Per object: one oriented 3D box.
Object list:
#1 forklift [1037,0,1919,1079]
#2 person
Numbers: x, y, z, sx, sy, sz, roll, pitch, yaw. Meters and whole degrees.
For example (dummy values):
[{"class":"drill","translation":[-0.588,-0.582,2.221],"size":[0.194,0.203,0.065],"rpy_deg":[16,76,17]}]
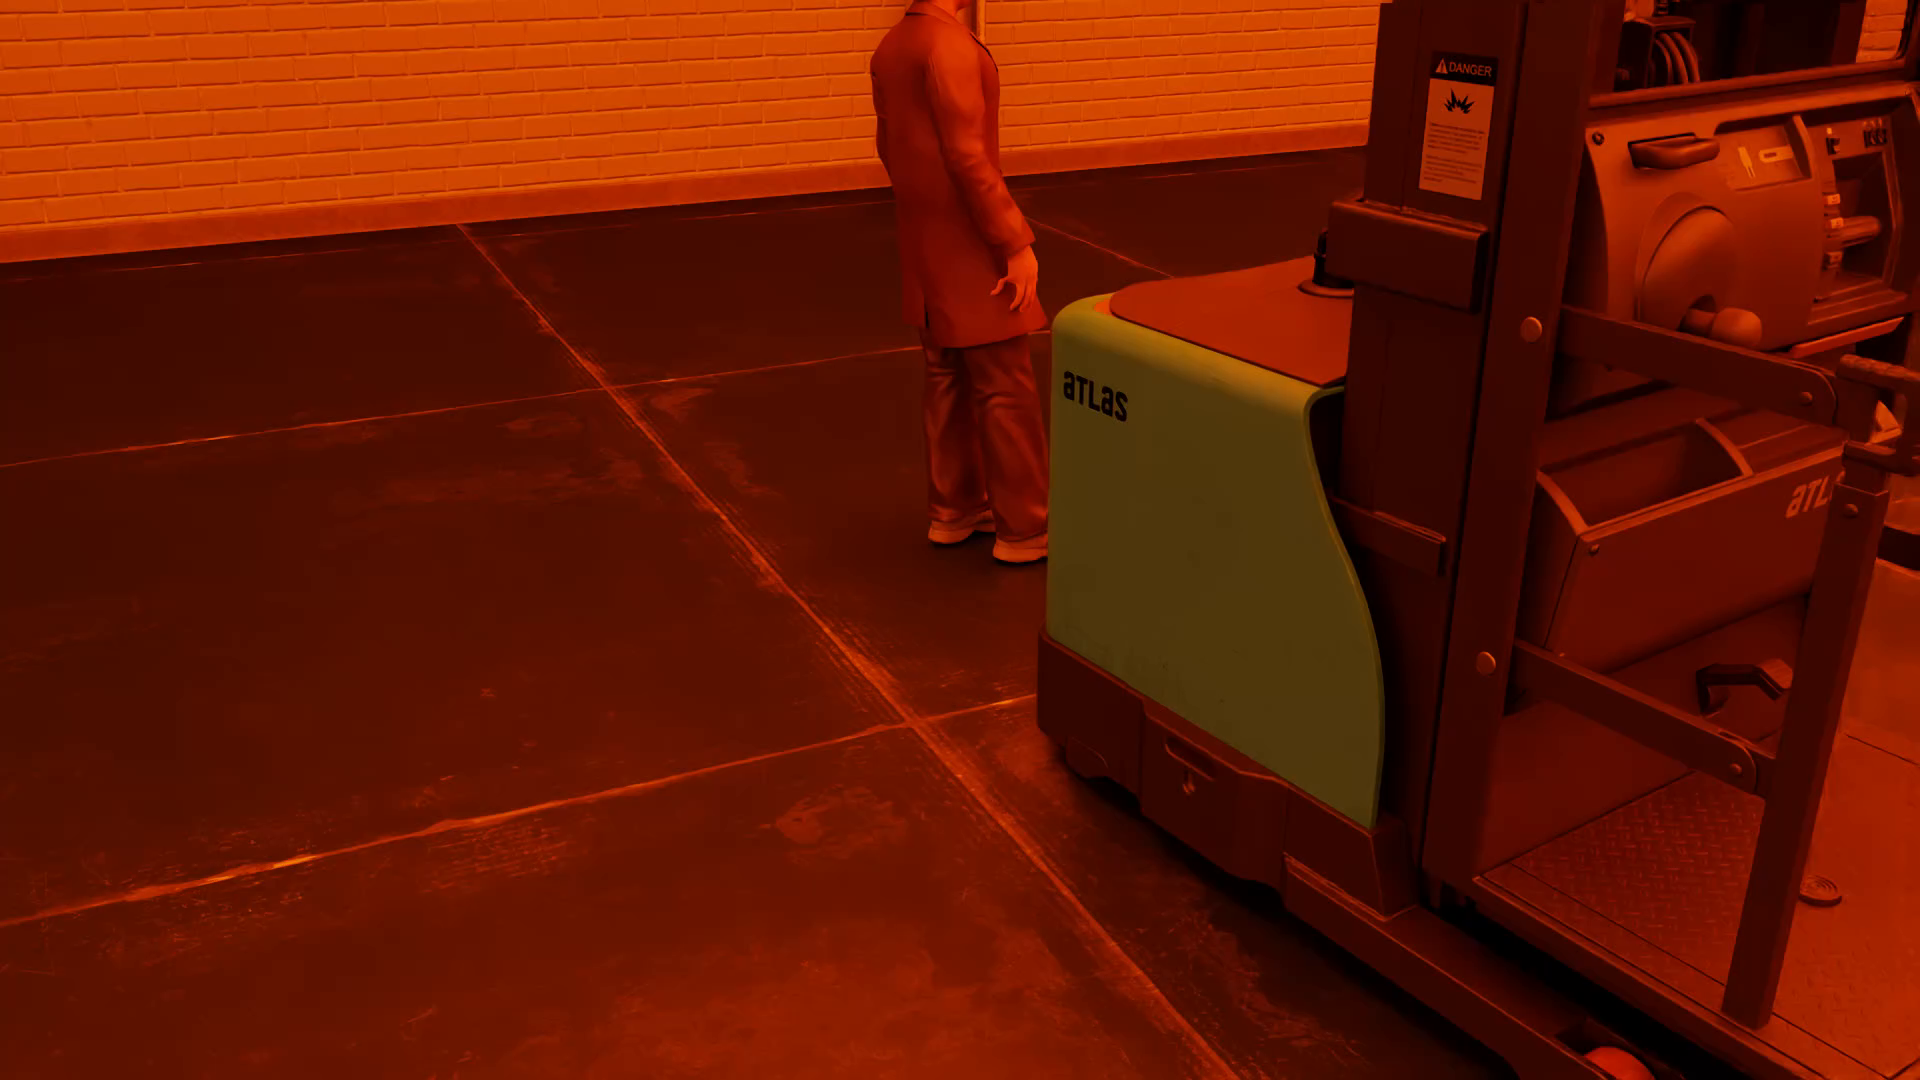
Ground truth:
[{"class":"forklift","translation":[1.423,-0.504,2.499],"size":[1.130,2.935,3.031],"rpy_deg":[-15,27,-31]},{"class":"person","translation":[0.084,-0.841,4.794],"size":[0.582,1.776,0.696],"rpy_deg":[-10,25,-23]}]
